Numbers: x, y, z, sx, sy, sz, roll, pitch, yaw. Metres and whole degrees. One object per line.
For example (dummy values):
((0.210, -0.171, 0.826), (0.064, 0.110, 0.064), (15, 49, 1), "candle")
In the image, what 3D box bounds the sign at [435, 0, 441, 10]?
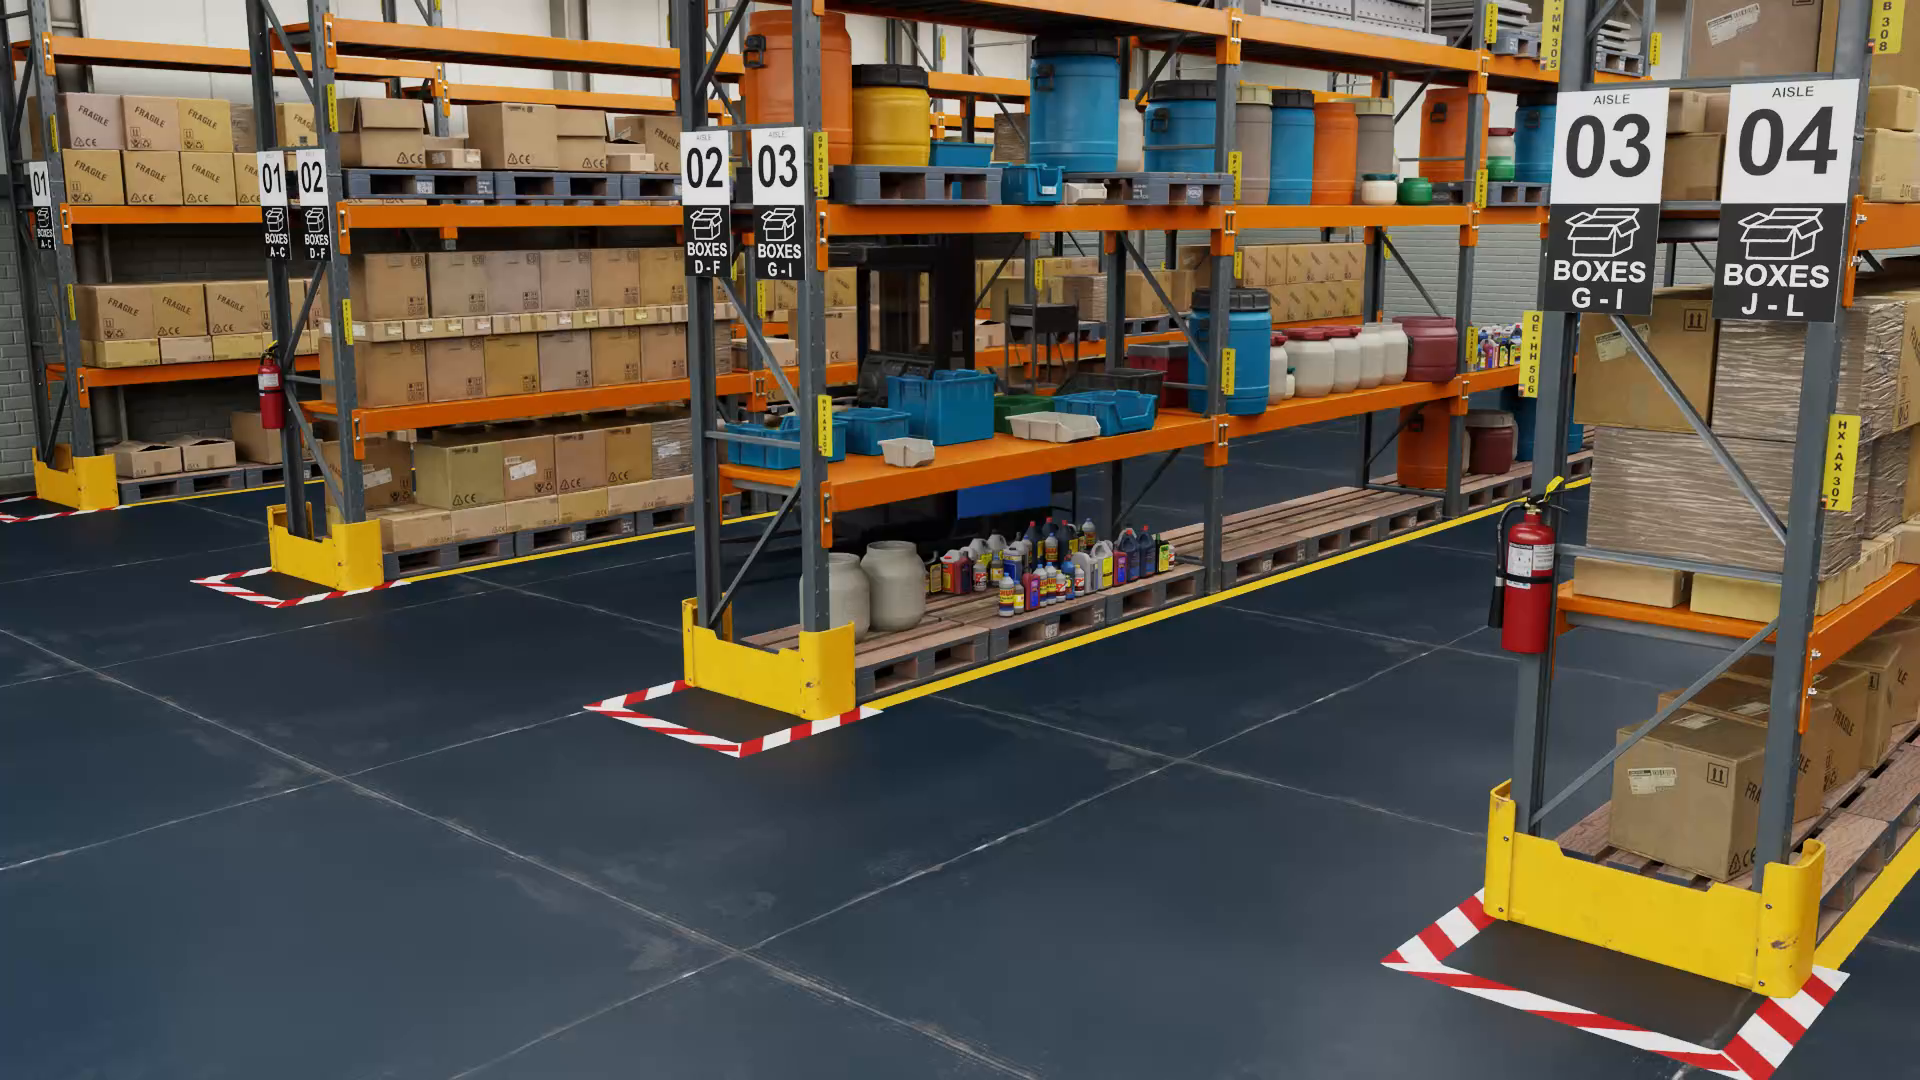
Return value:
((-5.539, -5.785, 17.612), (0.100, 0.325, 0.005), (10, 15, 40), "sign")

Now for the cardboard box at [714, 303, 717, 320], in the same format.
((-2.395, -2.042, 14.866), (0.380, 0.149, 0.250), (9, 15, 39), "cardboard box")

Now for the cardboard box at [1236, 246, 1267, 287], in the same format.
((3.592, -3.528, 21.410), (0.500, 0.500, 0.500), (10, 15, 42), "cardboard box")

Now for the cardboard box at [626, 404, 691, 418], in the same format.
((-2.753, -0.977, 15.475), (0.500, 0.500, 0.500), (10, 15, 40), "cardboard box")

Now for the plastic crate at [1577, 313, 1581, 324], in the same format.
((6.840, -2.449, 18.704), (0.392, 0.384, 0.575), (10, 15, 40), "plastic crate")

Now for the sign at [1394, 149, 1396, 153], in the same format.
((6.114, -5.375, 23.545), (0.100, 0.325, 0.005), (10, 15, 40), "sign")

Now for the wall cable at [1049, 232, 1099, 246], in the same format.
((2.121, -4.993, 28.959), (0.084, 1.984, 1.851), (10, 15, 40), "wall cable")

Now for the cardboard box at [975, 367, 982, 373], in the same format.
((-0.083, -2.673, 25.245), (0.700, 0.500, 0.500), (10, 15, 41), "cardboard box")

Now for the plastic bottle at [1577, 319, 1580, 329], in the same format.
((6.427, -2.113, 17.259), (0.144, 0.351, 0.185), (10, 15, 40), "plastic bottle")

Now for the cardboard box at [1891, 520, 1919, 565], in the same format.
((4.017, -0.005, 7.220), (0.380, 0.149, 0.250), (10, 15, 40), "cardboard box")

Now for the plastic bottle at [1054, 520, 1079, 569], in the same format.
((0.771, 0.029, 12.047), (0.144, 0.351, 0.185), (10, 15, 40), "plastic bottle")

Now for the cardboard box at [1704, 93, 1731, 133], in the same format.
((2.796, -1.606, 6.302), (0.380, 0.149, 0.250), (9, 14, 39), "cardboard box")

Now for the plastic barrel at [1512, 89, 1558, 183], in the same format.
((5.776, -3.967, 16.403), (0.600, 0.901, 0.708), (10, 15, 40), "plastic barrel")

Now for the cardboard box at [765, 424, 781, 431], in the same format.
((-1.751, -0.940, 15.776), (0.500, 0.311, 0.500), (10, 15, 41), "cardboard box")

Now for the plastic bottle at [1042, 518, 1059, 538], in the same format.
((0.663, 0.010, 12.141), (0.144, 0.351, 0.185), (10, 15, 42), "plastic bottle")

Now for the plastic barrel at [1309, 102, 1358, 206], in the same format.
((3.011, -3.219, 13.915), (0.600, 0.830, 0.708), (10, 15, 40), "plastic barrel")

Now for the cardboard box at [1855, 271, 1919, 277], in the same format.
((4.740, -1.149, 8.740), (0.500, 0.500, 0.500), (10, 15, 40), "cardboard box")

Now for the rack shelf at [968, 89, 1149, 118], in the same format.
((1.749, -5.055, 19.401), (1.077, 0.370, 4.000), (10, 15, 40), "rack shelf")

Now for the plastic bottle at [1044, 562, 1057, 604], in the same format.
((0.590, 0.281, 10.988), (0.097, 0.271, 0.097), (0, 11, 0), "plastic bottle")

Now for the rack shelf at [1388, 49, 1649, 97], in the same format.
((5.468, -4.414, 16.192), (1.077, 0.370, 4.000), (10, 15, 40), "rack shelf")

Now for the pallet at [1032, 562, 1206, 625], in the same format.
((1.032, 0.323, 12.056), (1.003, 0.211, 1.213), (10, 15, 40), "pallet")

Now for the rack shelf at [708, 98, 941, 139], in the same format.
((-1.974, -5.695, 22.605), (1.077, 0.370, 4.000), (10, 15, 40), "rack shelf")

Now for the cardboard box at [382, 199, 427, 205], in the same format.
((-6.084, -3.842, 17.824), (0.500, 0.500, 0.500), (10, 15, 42), "cardboard box")

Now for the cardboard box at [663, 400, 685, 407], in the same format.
((-3.730, -1.885, 21.248), (0.700, 0.500, 0.500), (10, 15, 41), "cardboard box")

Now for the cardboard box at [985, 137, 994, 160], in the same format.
((0.362, -5.761, 24.879), (0.500, 0.500, 0.500), (9, 15, 39), "cardboard box")

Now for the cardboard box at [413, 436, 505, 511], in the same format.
((-4.002, -0.540, 13.288), (0.500, 0.500, 0.500), (10, 15, 40), "cardboard box")

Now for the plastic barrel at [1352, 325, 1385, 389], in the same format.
((3.351, -1.540, 13.980), (0.421, 0.512, 0.421), (0, 11, 0), "plastic barrel")

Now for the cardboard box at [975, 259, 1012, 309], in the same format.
((0.202, -3.927, 25.450), (0.980, 0.700, 0.700), (9, 15, 39), "cardboard box")

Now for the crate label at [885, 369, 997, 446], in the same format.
((-0.122, -0.873, 10.831), (0.502, 0.435, 0.616), (10, 15, 40), "crate label")

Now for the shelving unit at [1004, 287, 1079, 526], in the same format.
((0.708, -1.137, 14.544), (0.503, 2.100, 0.431), (-9, 14, -37), "shelving unit")

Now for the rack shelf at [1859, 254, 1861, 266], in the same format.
((6.548, -1.910, 10.294), (1.077, 0.370, 4.000), (10, 15, 40), "rack shelf")

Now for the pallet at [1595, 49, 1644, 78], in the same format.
((6.265, -4.842, 16.984), (1.003, 0.211, 1.213), (10, 15, 40), "pallet")

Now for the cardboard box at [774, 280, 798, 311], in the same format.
((-2.429, -3.326, 22.141), (0.500, 0.500, 0.500), (10, 15, 42), "cardboard box")

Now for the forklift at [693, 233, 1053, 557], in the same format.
((-0.686, -1.330, 13.386), (3.031, 2.935, 1.130), (-9, 14, -37), "forklift")

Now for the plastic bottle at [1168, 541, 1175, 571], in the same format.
((1.502, 0.112, 12.012), (0.097, 0.201, 0.097), (0, 11, 0), "plastic bottle")

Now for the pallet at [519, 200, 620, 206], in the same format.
((-4.765, -4.028, 19.540), (1.213, 0.211, 1.003), (10, 15, 40), "pallet")

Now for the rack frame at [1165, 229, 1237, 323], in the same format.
((3.070, -2.956, 21.353), (1.000, 3.000, 0.127), (10, 15, 40), "rack frame")

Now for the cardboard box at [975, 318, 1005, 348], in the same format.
((0.156, -2.276, 18.175), (0.500, 0.311, 0.500), (11, 16, 44), "cardboard box")

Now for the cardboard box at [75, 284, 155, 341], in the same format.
((-8.034, -2.166, 15.813), (0.500, 0.500, 0.500), (10, 15, 40), "cardboard box")

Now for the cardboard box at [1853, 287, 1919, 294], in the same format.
((3.819, -0.786, 6.923), (0.500, 0.500, 0.500), (10, 15, 40), "cardboard box")

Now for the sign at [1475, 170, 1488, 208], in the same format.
((4.565, -3.076, 14.562), (0.100, 0.325, 0.005), (10, 15, 40), "sign")

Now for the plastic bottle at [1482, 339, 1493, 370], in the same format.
((4.927, -1.734, 15.530), (0.061, 0.283, 0.133), (10, 15, 40), "plastic bottle")

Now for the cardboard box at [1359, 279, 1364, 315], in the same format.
((5.619, -3.492, 23.783), (0.500, 0.500, 0.500), (10, 15, 42), "cardboard box")

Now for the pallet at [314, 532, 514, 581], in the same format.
((-4.378, 0.059, 13.377), (1.003, 0.211, 1.213), (10, 15, 40), "pallet")

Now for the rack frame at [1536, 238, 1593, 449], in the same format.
((6.788, -2.315, 18.143), (1.000, 3.000, 0.127), (10, 15, 40), "rack frame")

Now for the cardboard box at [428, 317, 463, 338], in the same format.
((-4.093, -1.663, 12.969), (0.380, 0.149, 0.250), (10, 15, 41), "cardboard box")

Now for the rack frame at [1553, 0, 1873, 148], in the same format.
((2.587, -2.851, 5.510), (1.000, 3.000, 0.127), (10, 15, 40), "rack frame")

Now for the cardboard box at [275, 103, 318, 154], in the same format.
((-6.753, -4.170, 16.913), (0.500, 0.500, 0.500), (9, 14, 38), "cardboard box")

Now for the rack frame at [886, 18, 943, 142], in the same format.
((-0.654, -6.538, 23.969), (1.000, 3.000, 0.127), (10, 15, 40), "rack frame")
